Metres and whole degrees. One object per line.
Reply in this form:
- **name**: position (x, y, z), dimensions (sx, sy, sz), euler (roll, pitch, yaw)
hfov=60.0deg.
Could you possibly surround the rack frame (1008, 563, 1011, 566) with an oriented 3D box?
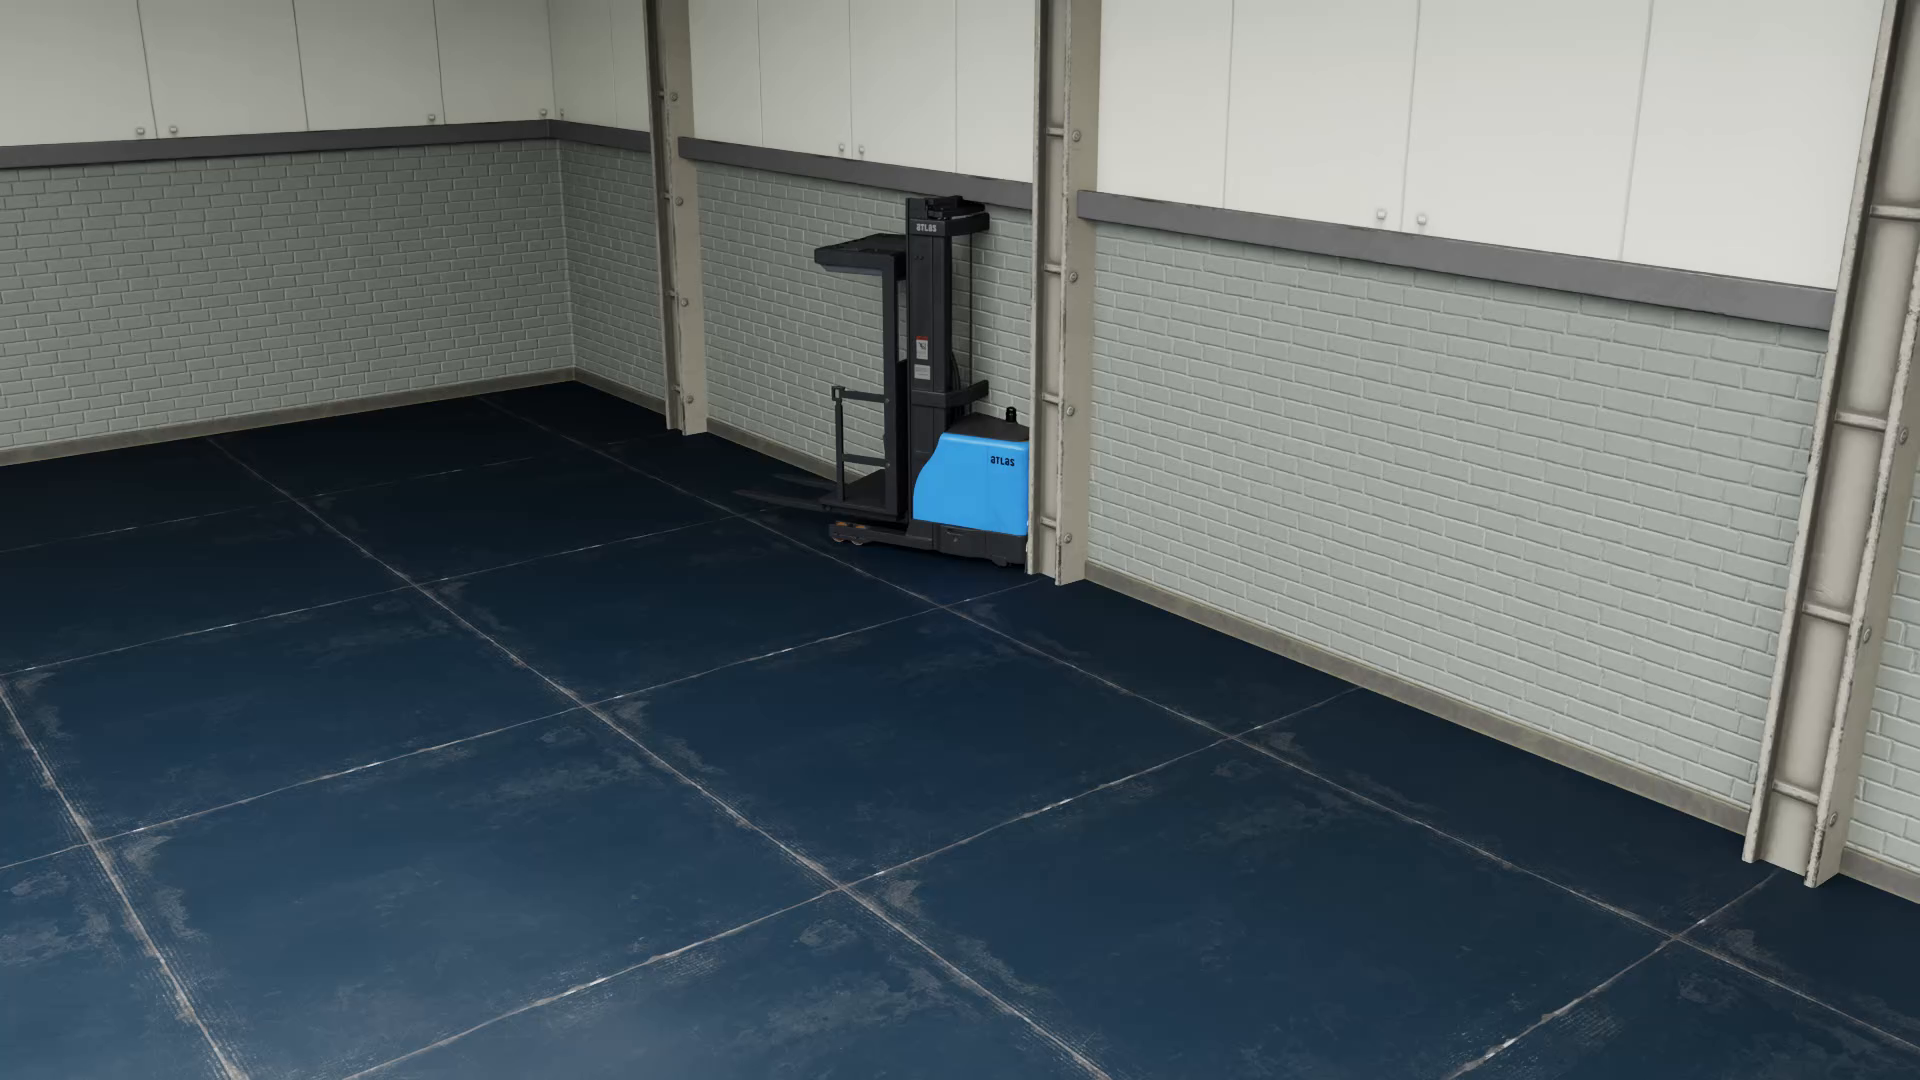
- **rack frame**: position (0.528, -0.211, 13.665), dimensions (0.240, 0.900, 0.006), euler (-8, 20, -38)

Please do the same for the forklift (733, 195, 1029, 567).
- **forklift**: position (-0.553, -1.483, 14.179), dimensions (3.031, 2.935, 1.130), euler (9, 21, 26)

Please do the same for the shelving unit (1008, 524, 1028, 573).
- **shelving unit**: position (0.592, -0.186, 13.590), dimensions (0.258, 0.900, 0.210), euler (-8, 20, -38)

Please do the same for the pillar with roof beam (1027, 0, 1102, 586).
- **pillar with roof beam**: position (-2.586, -3.146, 9.546), dimensions (9.100, 9.000, 0.400), euler (-14, 23, -36)

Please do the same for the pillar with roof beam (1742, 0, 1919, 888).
- **pillar with roof beam**: position (1.139, -1.667, 5.081), dimensions (9.100, 9.000, 0.400), euler (-14, 23, -36)

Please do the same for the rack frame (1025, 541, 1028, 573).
- **rack frame**: position (0.655, -0.160, 13.515), dimensions (0.240, 0.900, 0.006), euler (-8, 20, -38)

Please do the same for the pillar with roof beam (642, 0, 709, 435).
- **pillar with roof beam**: position (-6.312, -4.624, 14.011), dimensions (9.100, 9.000, 0.400), euler (-14, 23, -36)

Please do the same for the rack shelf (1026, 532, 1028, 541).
- **rack shelf**: position (0.582, -0.067, 13.623), dimensions (0.258, 0.077, 0.200), euler (-8, 20, -38)
